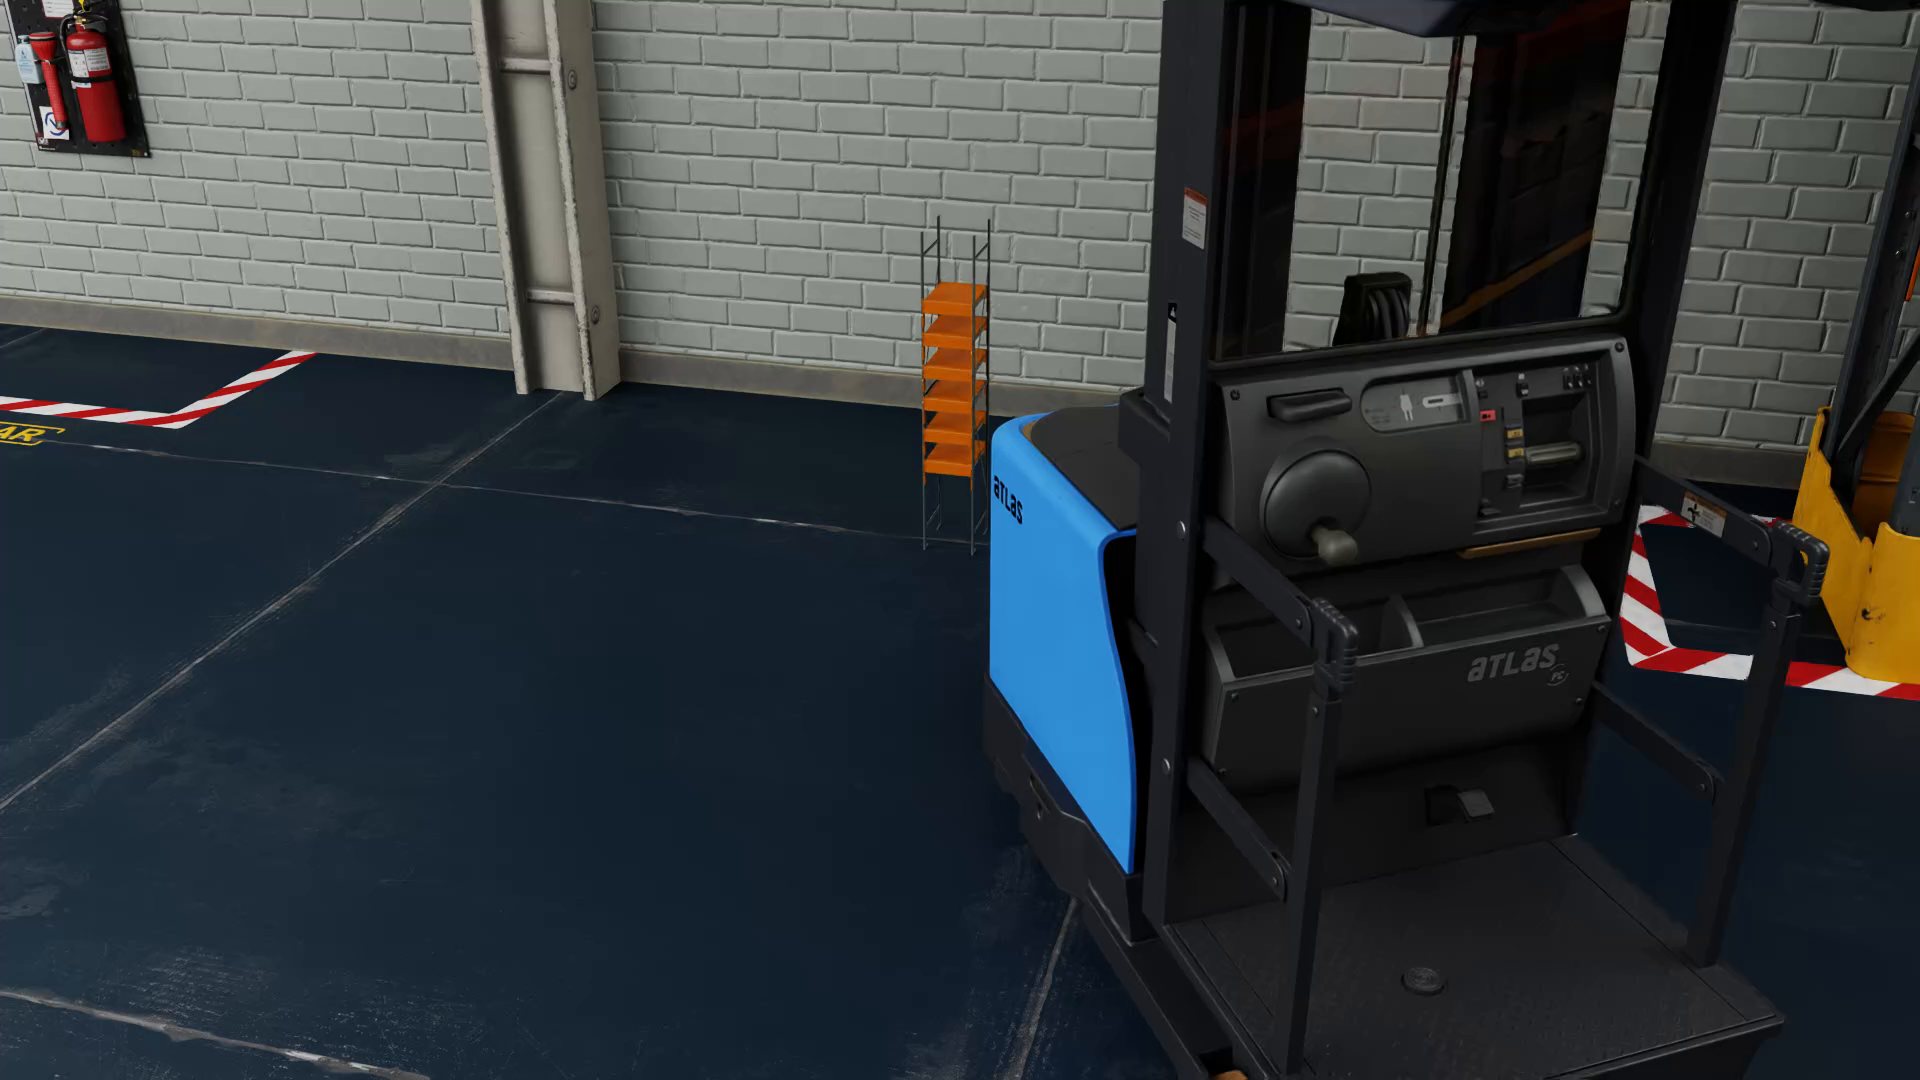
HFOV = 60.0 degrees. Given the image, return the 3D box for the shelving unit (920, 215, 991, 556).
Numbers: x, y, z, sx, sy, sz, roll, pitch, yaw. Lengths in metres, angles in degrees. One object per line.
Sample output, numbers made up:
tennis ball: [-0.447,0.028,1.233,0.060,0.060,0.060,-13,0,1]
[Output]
shelving unit: [-0.014,-0.543,5.995,0.189,1.200,0.258,6,26,13]

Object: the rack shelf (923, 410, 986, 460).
rack shelf: [-0.014,-0.395,6.066,0.180,0.103,0.258,6,26,13]

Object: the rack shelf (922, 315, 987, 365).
rack shelf: [-0.014,-0.720,5.911,0.180,0.103,0.258,6,26,13]

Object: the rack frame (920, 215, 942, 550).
rack frame: [-0.103,-0.553,6.016,0.006,1.200,0.240,6,26,13]

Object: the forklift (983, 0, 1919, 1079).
forklift: [1.020,-0.146,3.148,1.130,2.935,3.031,-8,27,-17]

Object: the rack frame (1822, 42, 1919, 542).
rack frame: [3.100,-1.147,5.170,0.127,3.000,1.000,6,26,13]

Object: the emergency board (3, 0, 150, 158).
emergency board: [-4.202,-2.355,7.707,0.643,1.169,0.194,6,26,13]

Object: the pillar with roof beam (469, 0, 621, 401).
pillar with roof beam: [-2.890,-2.991,2.064,0.400,9.000,9.100,6,26,13]

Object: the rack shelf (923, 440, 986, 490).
rack shelf: [-0.014,-0.286,6.118,0.180,0.103,0.258,6,26,13]

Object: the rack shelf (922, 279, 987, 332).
rack shelf: [-0.014,-0.828,5.860,0.180,0.103,0.258,6,26,13]

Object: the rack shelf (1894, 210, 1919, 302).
rack shelf: [5.037,-0.608,4.875,4.000,0.370,1.077,6,26,13]

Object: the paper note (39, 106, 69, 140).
paper note: [-4.356,-2.005,7.997,0.142,0.148,0.016,6,26,13]

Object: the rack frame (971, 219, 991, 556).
rack frame: [0.075,-0.533,5.975,0.006,1.200,0.240,6,26,13]

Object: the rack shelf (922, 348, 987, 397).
rack shelf: [-0.014,-0.612,5.963,0.180,0.103,0.258,6,26,13]

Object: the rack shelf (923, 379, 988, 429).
rack shelf: [-0.014,-0.503,6.014,0.180,0.103,0.258,6,26,13]
